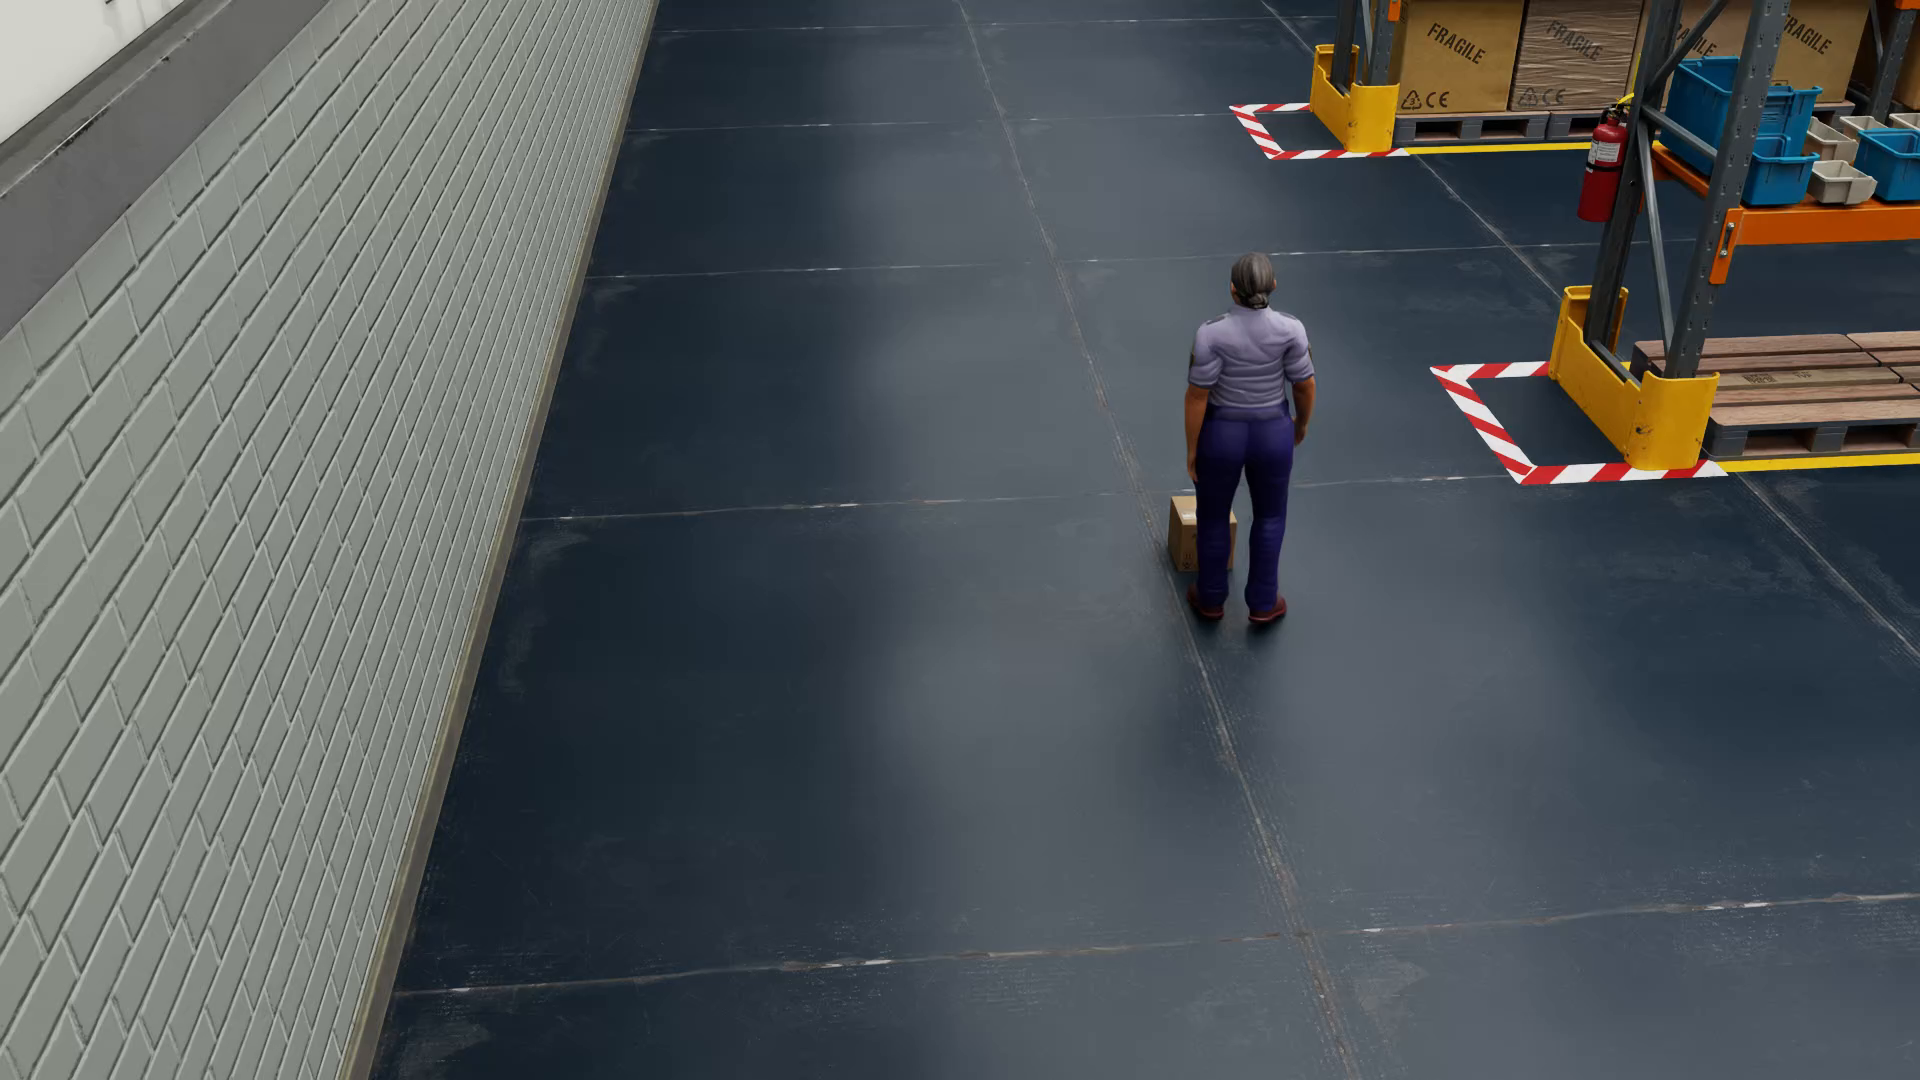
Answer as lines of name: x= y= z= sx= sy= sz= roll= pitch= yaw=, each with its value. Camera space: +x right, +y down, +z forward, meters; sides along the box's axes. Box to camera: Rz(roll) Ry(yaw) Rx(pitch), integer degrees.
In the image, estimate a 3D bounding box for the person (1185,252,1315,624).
person: x=1.159 y=-0.399 z=6.778 sx=0.533 sy=1.671 sz=0.383 roll=0 pitch=31 yaw=0
